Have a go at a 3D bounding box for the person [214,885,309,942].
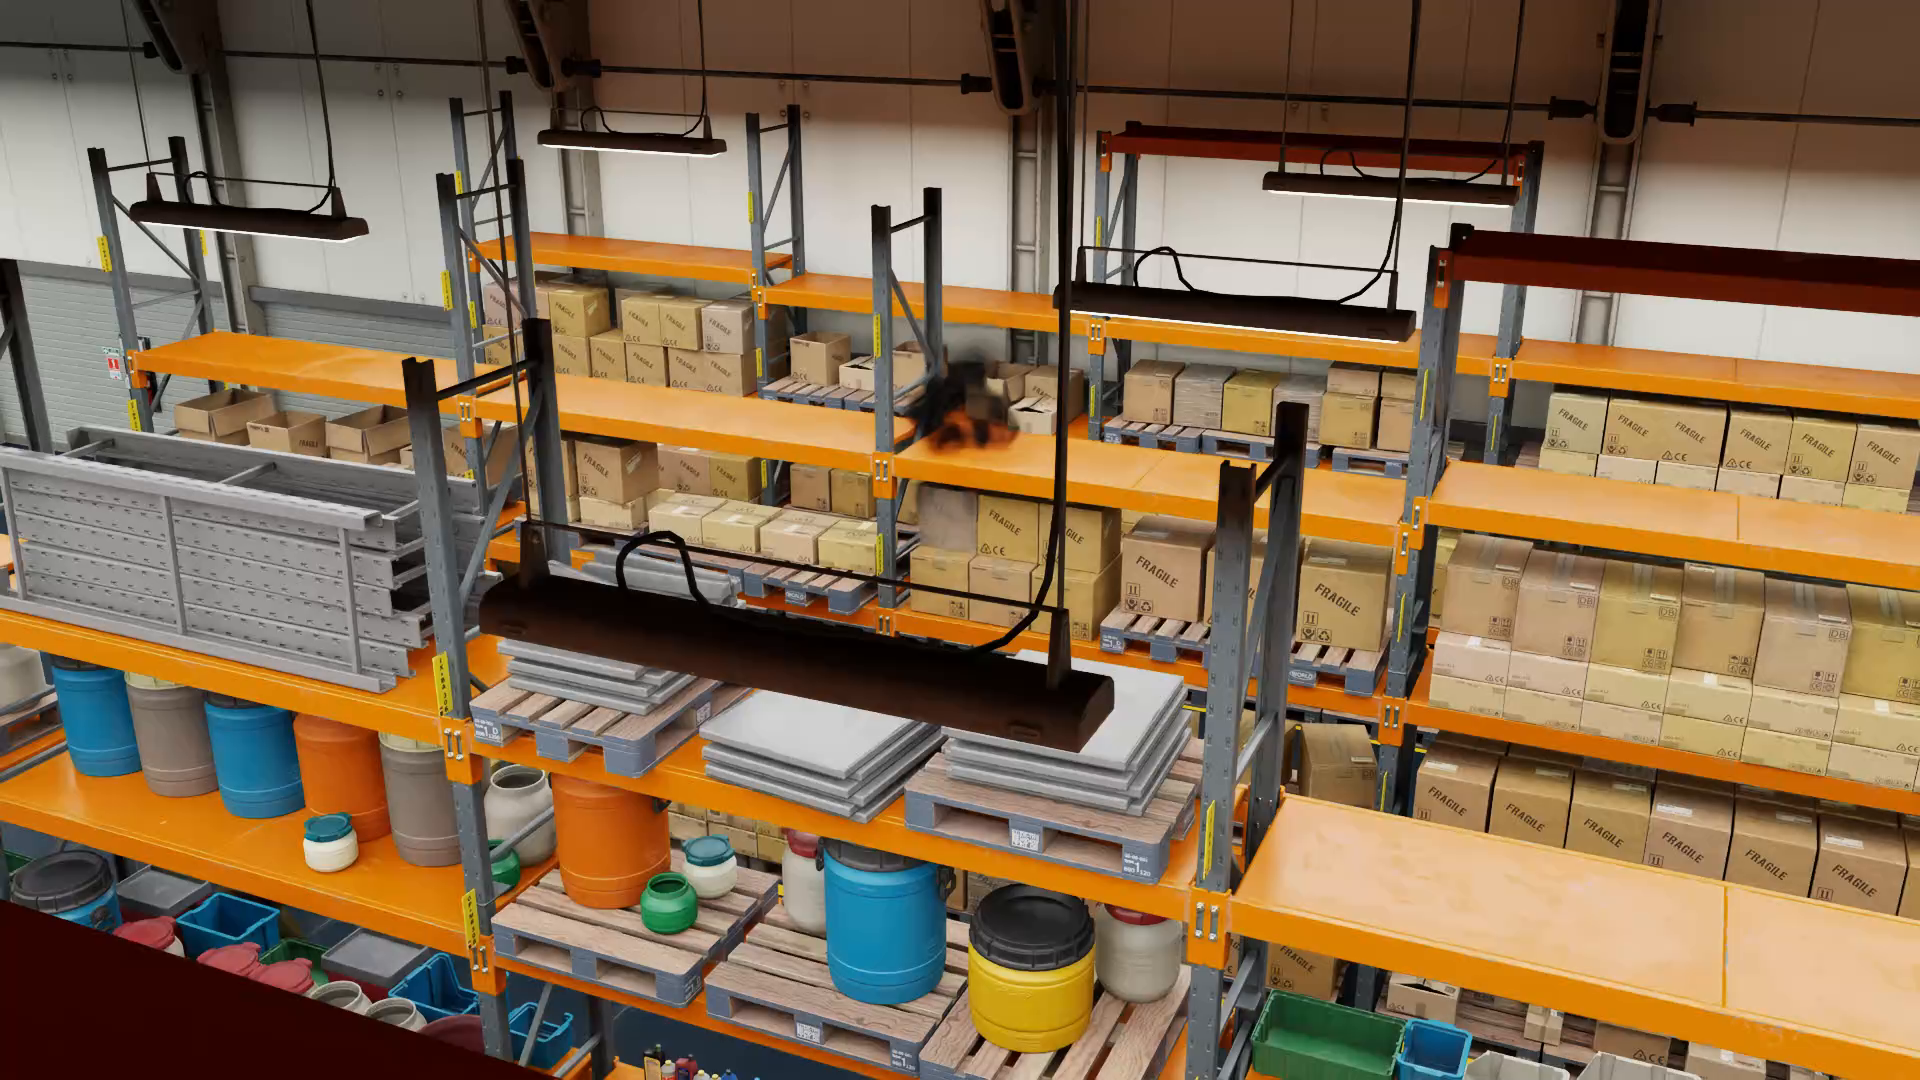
[{"bbox_3d":[-5.540,2.651,13.069,0.831,1.831,0.685,6,21,15],"label":"person"}]
